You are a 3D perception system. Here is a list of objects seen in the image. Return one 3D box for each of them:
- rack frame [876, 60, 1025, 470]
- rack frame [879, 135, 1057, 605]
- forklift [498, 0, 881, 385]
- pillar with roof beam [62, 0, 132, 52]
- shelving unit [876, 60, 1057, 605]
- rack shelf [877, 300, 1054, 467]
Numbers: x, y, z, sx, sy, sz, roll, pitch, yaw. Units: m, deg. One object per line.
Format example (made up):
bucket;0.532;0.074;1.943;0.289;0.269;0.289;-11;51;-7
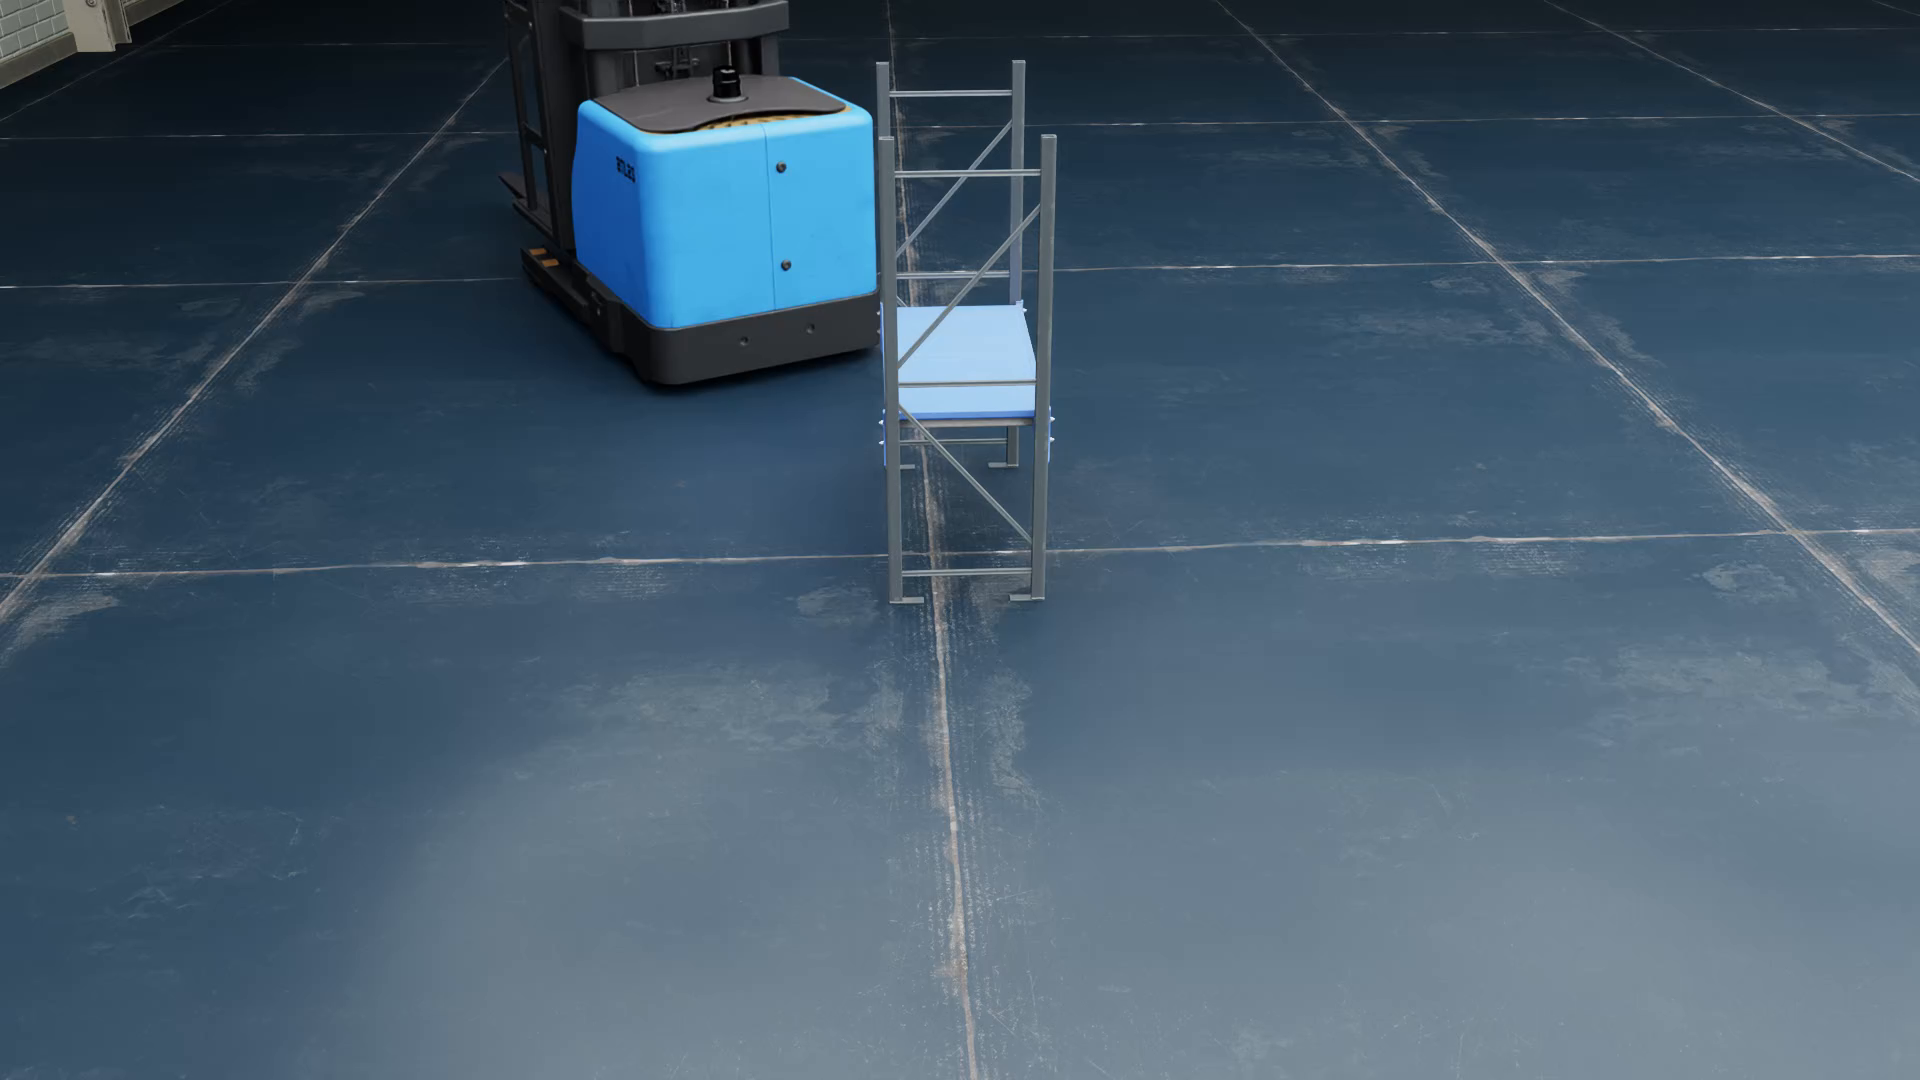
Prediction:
rack frame;-0.031;-0.939;5.929;0.500;1.500;0.032;-1;28;-3
rack frame;0.022;-0.470;5.029;0.500;1.500;0.032;-1;28;-3
forklift;-1.501;-2.583;7.533;1.130;2.935;3.031;-14;31;-26
pillar with roof beam;-2.573;-8.051;11.455;9.100;9.000;0.400;-1;28;-3
shelving unit;-0.004;-0.704;5.479;0.538;1.500;1.048;-1;28;-3
rack shelf;-0.004;-0.545;5.562;0.538;0.185;1.000;-1;28;-3
